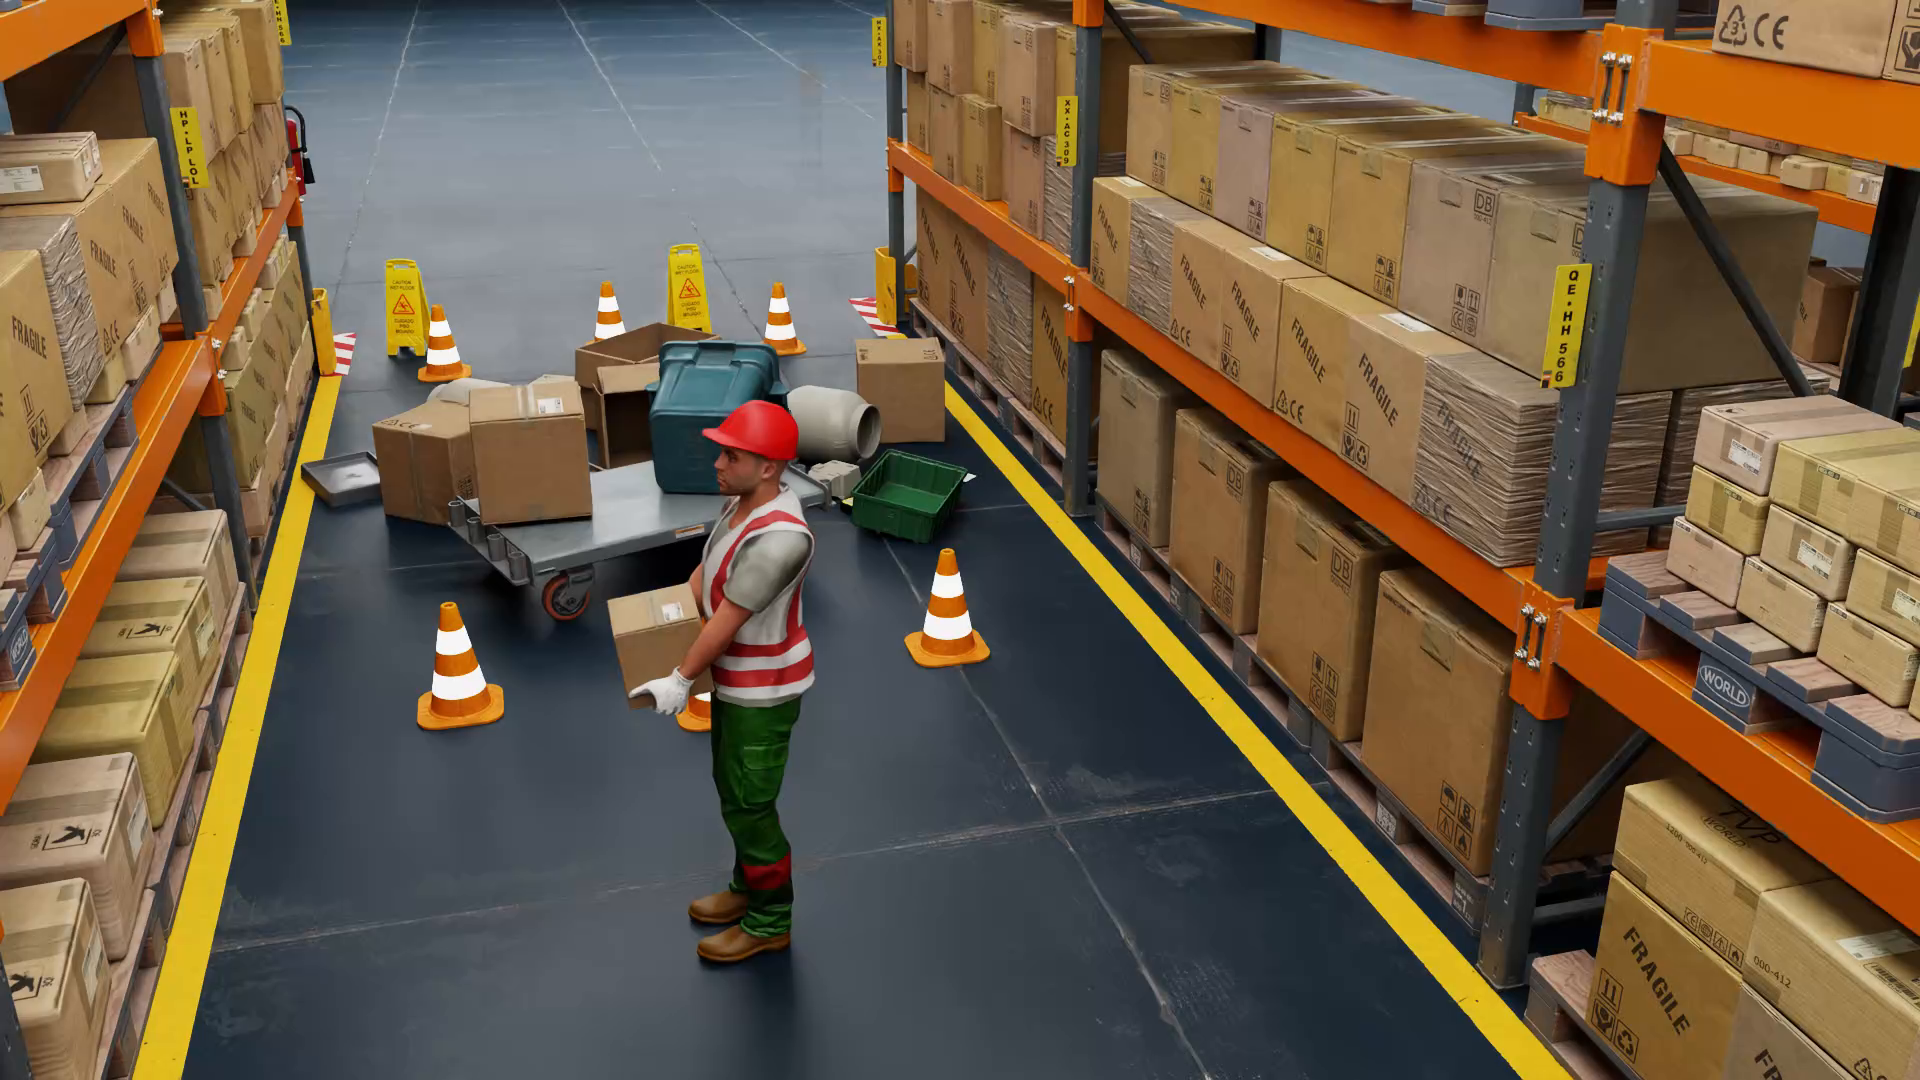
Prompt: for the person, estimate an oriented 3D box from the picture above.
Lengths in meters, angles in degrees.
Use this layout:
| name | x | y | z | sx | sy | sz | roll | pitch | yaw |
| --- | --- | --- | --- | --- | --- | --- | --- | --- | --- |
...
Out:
| name | x | y | z | sx | sy | sz | roll | pitch | yaw |
| --- | --- | --- | --- | --- | --- | --- | --- | --- | --- |
| person | -0.717 | 0.446 | 5.000 | 0.561 | 1.785 | 0.495 | -6 | 23 | -14 |
